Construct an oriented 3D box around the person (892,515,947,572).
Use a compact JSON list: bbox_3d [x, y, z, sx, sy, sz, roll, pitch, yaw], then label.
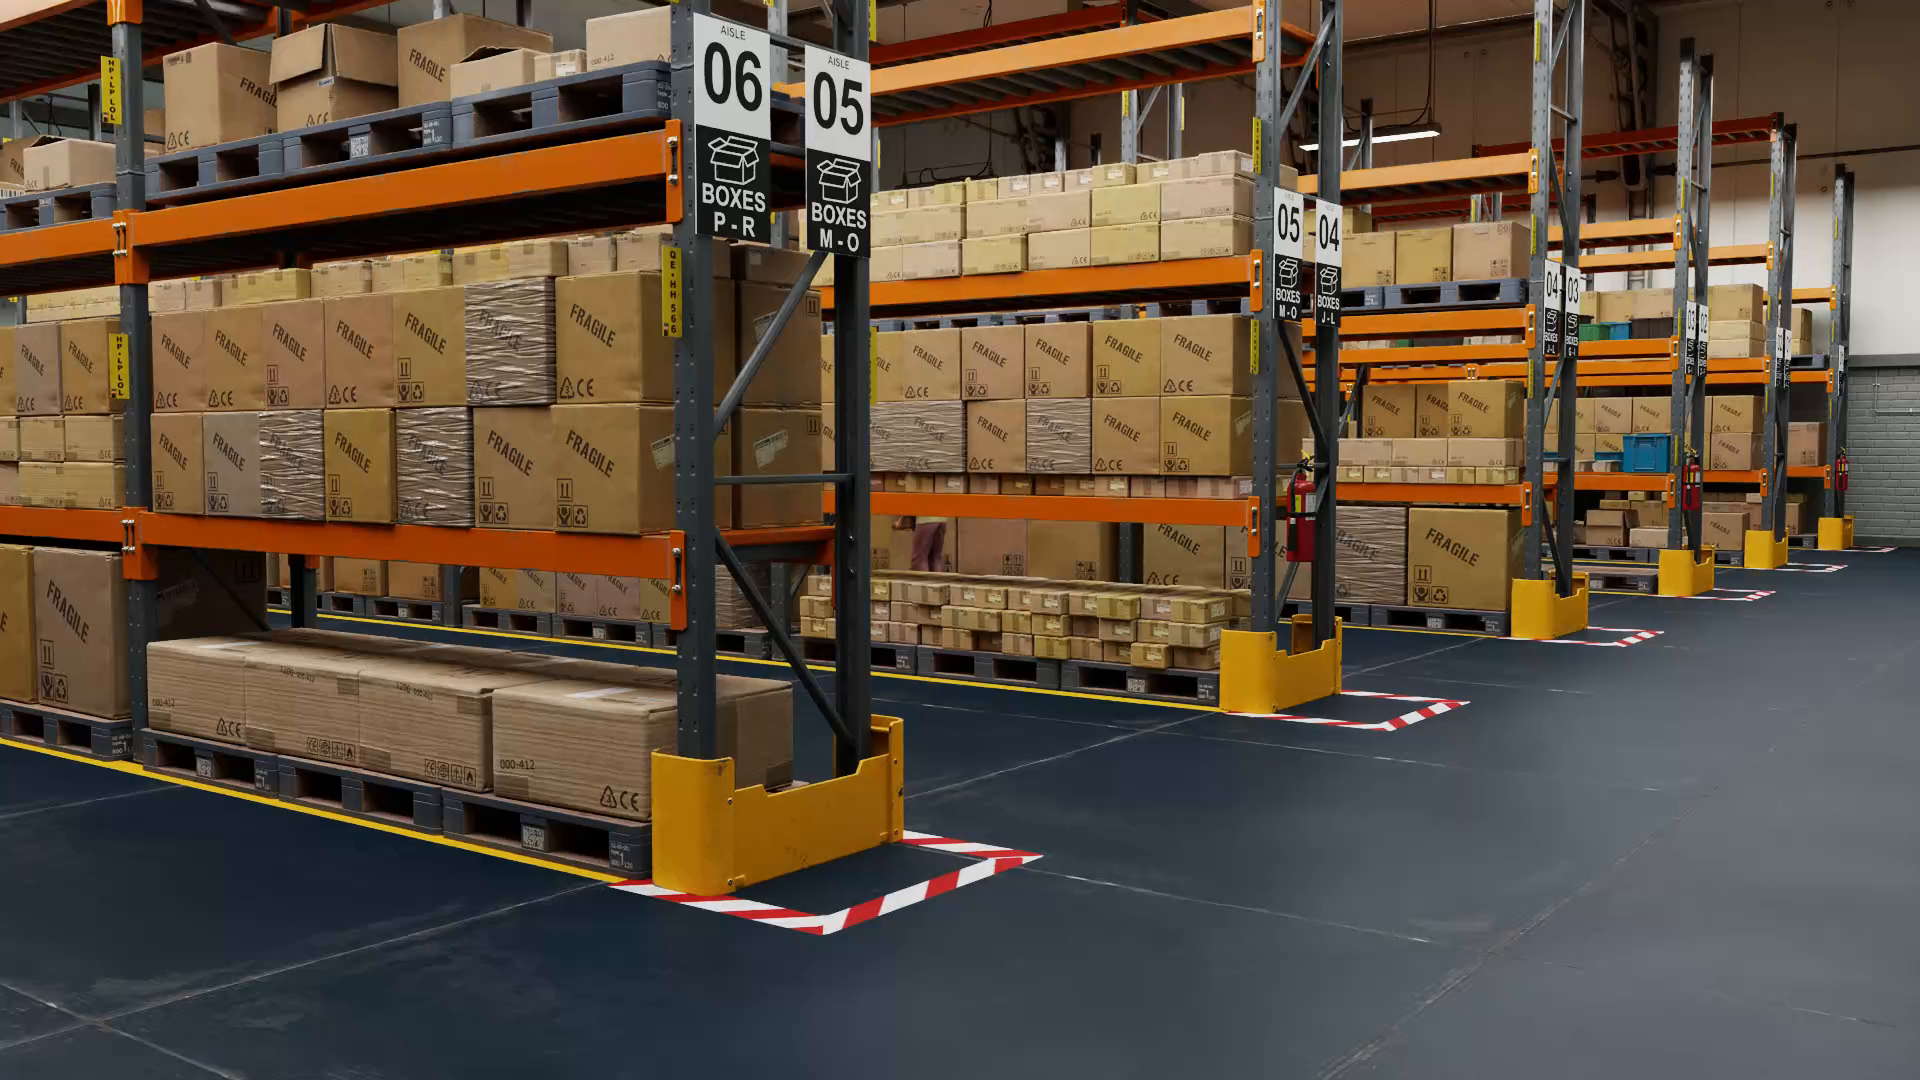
[{"bbox_3d":[-0.394,-0.131,16.565,0.513,1.663,0.408,2,4,35],"label":"person"}]
